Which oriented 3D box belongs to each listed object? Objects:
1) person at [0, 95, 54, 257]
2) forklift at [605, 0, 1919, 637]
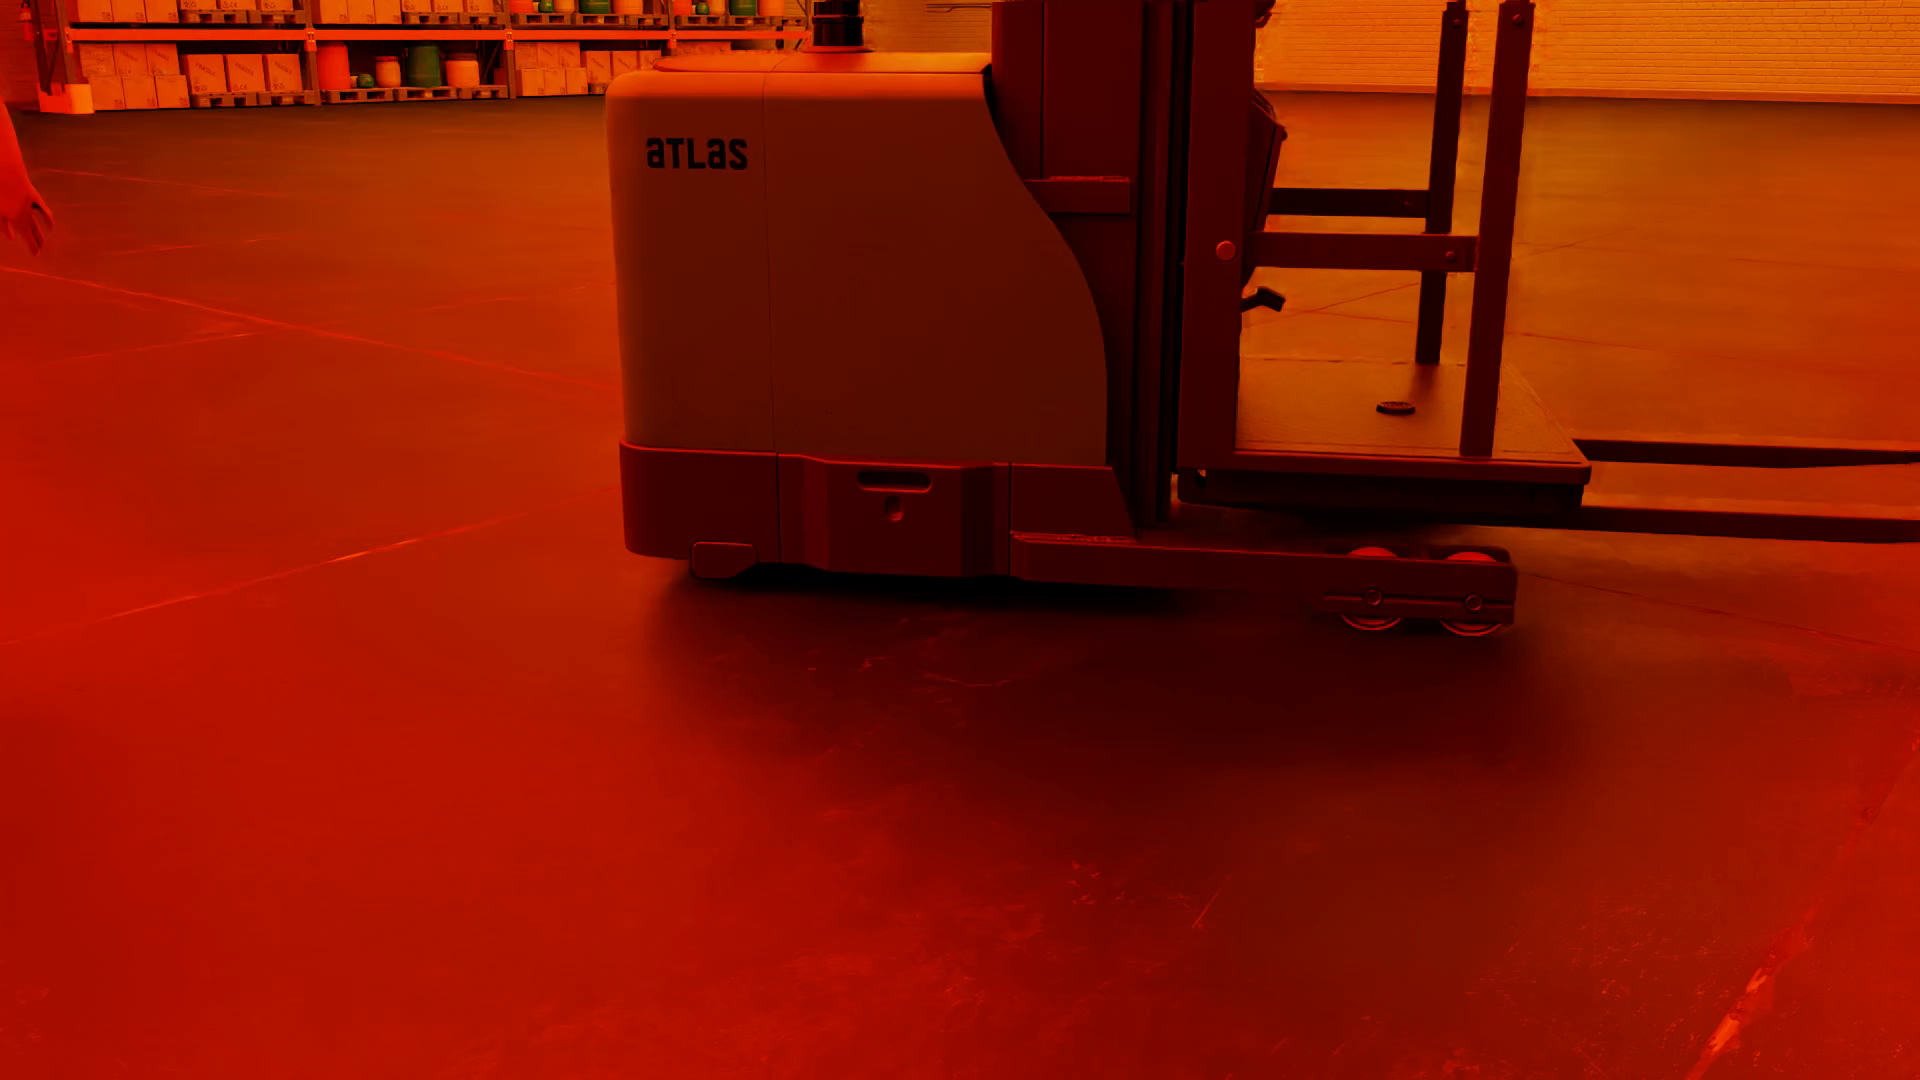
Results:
[{"bbox_3d":[-2.083,-0.500,2.943,0.569,1.665,0.736,13,21,37],"label":"person"},{"bbox_3d":[0.828,-1.377,3.431,3.031,2.935,1.130,3,17,9],"label":"forklift"}]
